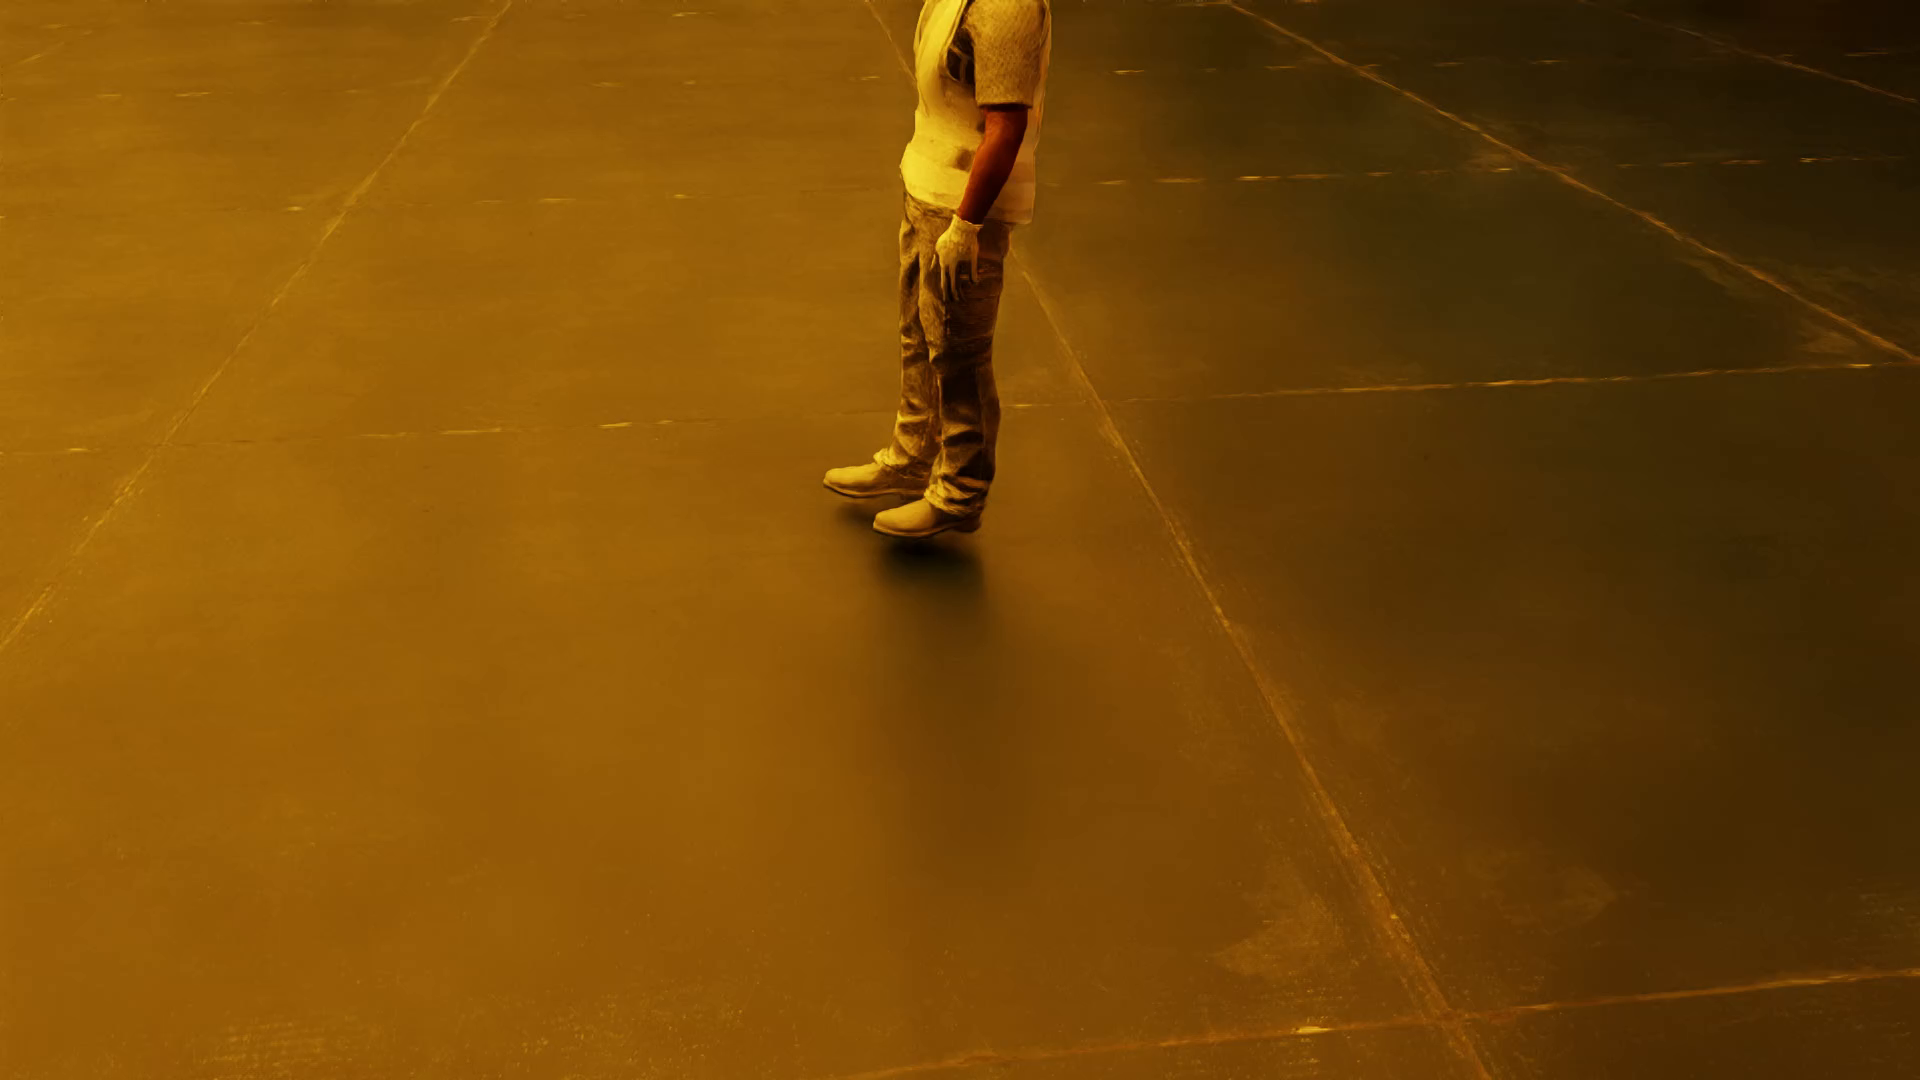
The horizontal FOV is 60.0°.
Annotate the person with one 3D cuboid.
[{"bbox_3d":[-0.072,-0.845,4.197,0.576,1.782,0.655,-3,26,-7],"label":"person"}]
